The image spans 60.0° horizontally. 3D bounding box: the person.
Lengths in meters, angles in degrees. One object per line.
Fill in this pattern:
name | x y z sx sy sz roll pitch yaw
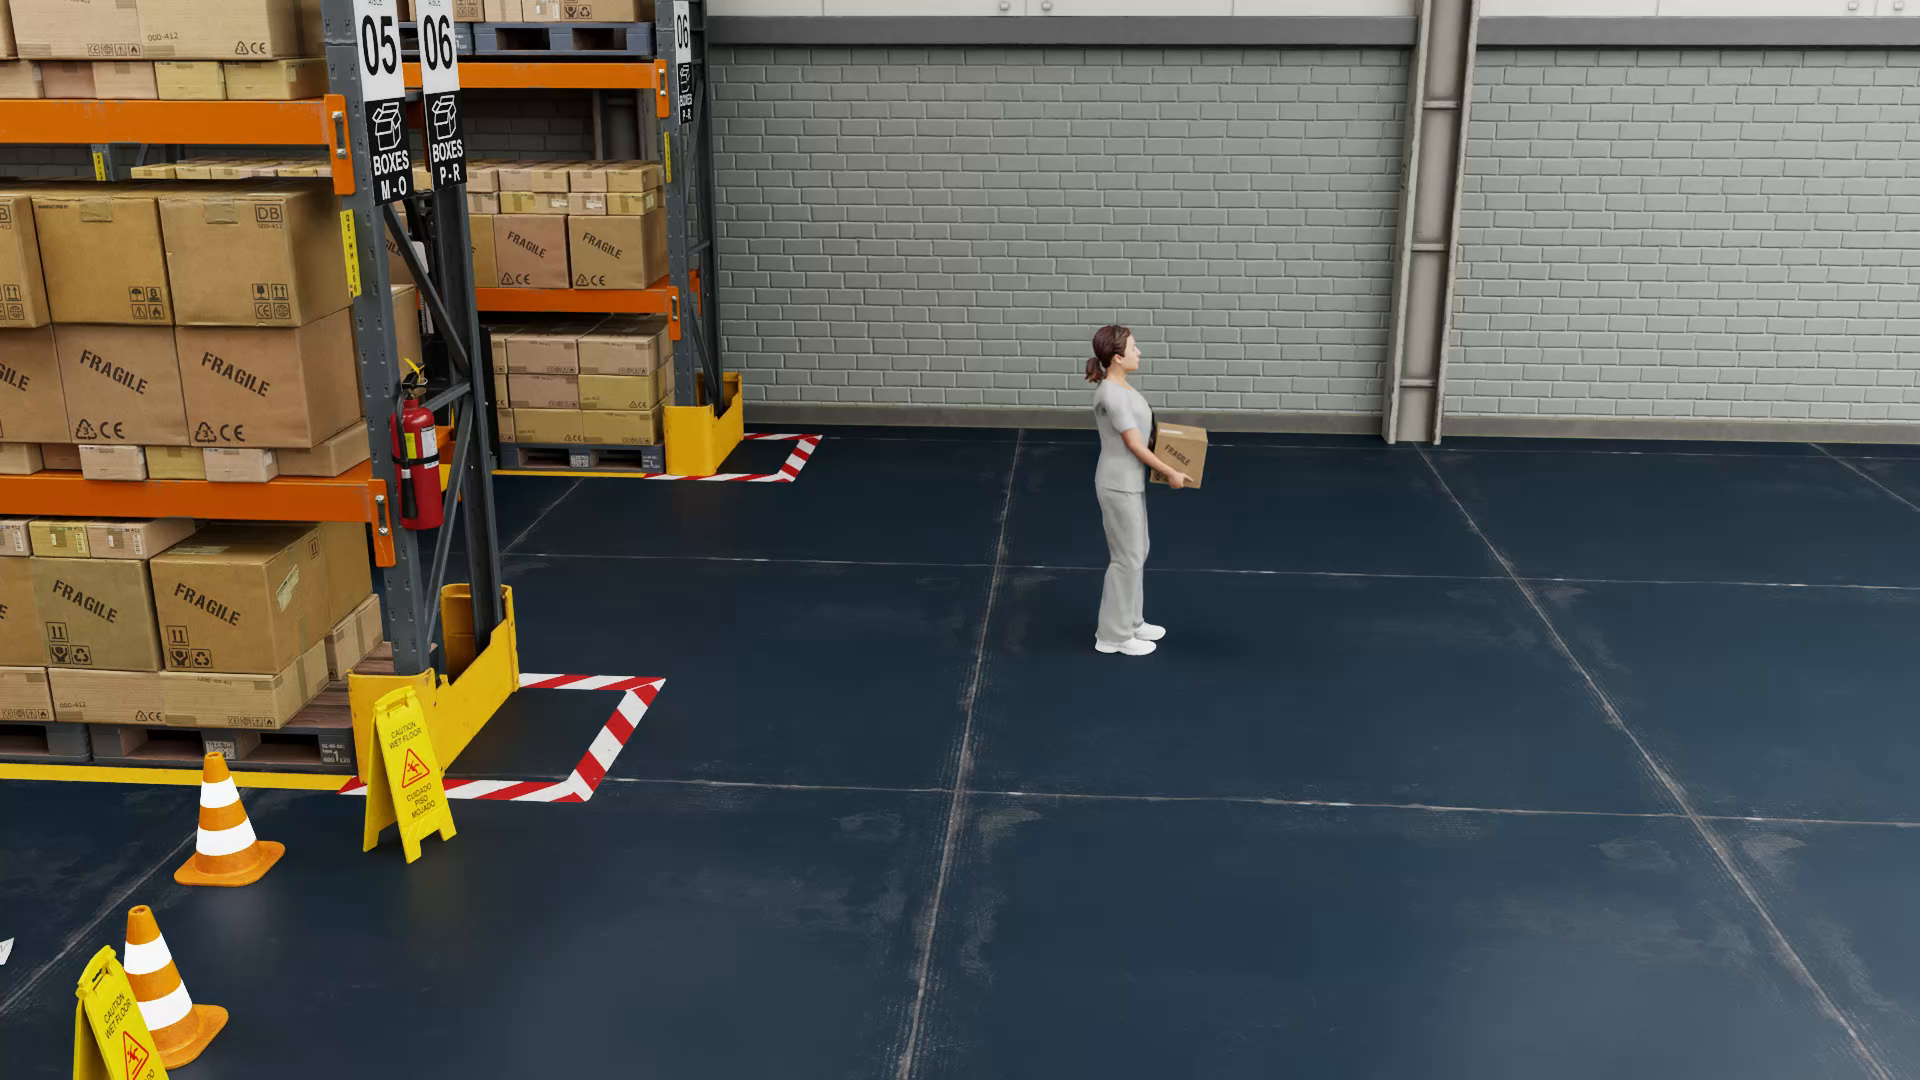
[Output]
person | 0.887 -0.254 8.375 0.560 1.663 0.436 2 18 5
